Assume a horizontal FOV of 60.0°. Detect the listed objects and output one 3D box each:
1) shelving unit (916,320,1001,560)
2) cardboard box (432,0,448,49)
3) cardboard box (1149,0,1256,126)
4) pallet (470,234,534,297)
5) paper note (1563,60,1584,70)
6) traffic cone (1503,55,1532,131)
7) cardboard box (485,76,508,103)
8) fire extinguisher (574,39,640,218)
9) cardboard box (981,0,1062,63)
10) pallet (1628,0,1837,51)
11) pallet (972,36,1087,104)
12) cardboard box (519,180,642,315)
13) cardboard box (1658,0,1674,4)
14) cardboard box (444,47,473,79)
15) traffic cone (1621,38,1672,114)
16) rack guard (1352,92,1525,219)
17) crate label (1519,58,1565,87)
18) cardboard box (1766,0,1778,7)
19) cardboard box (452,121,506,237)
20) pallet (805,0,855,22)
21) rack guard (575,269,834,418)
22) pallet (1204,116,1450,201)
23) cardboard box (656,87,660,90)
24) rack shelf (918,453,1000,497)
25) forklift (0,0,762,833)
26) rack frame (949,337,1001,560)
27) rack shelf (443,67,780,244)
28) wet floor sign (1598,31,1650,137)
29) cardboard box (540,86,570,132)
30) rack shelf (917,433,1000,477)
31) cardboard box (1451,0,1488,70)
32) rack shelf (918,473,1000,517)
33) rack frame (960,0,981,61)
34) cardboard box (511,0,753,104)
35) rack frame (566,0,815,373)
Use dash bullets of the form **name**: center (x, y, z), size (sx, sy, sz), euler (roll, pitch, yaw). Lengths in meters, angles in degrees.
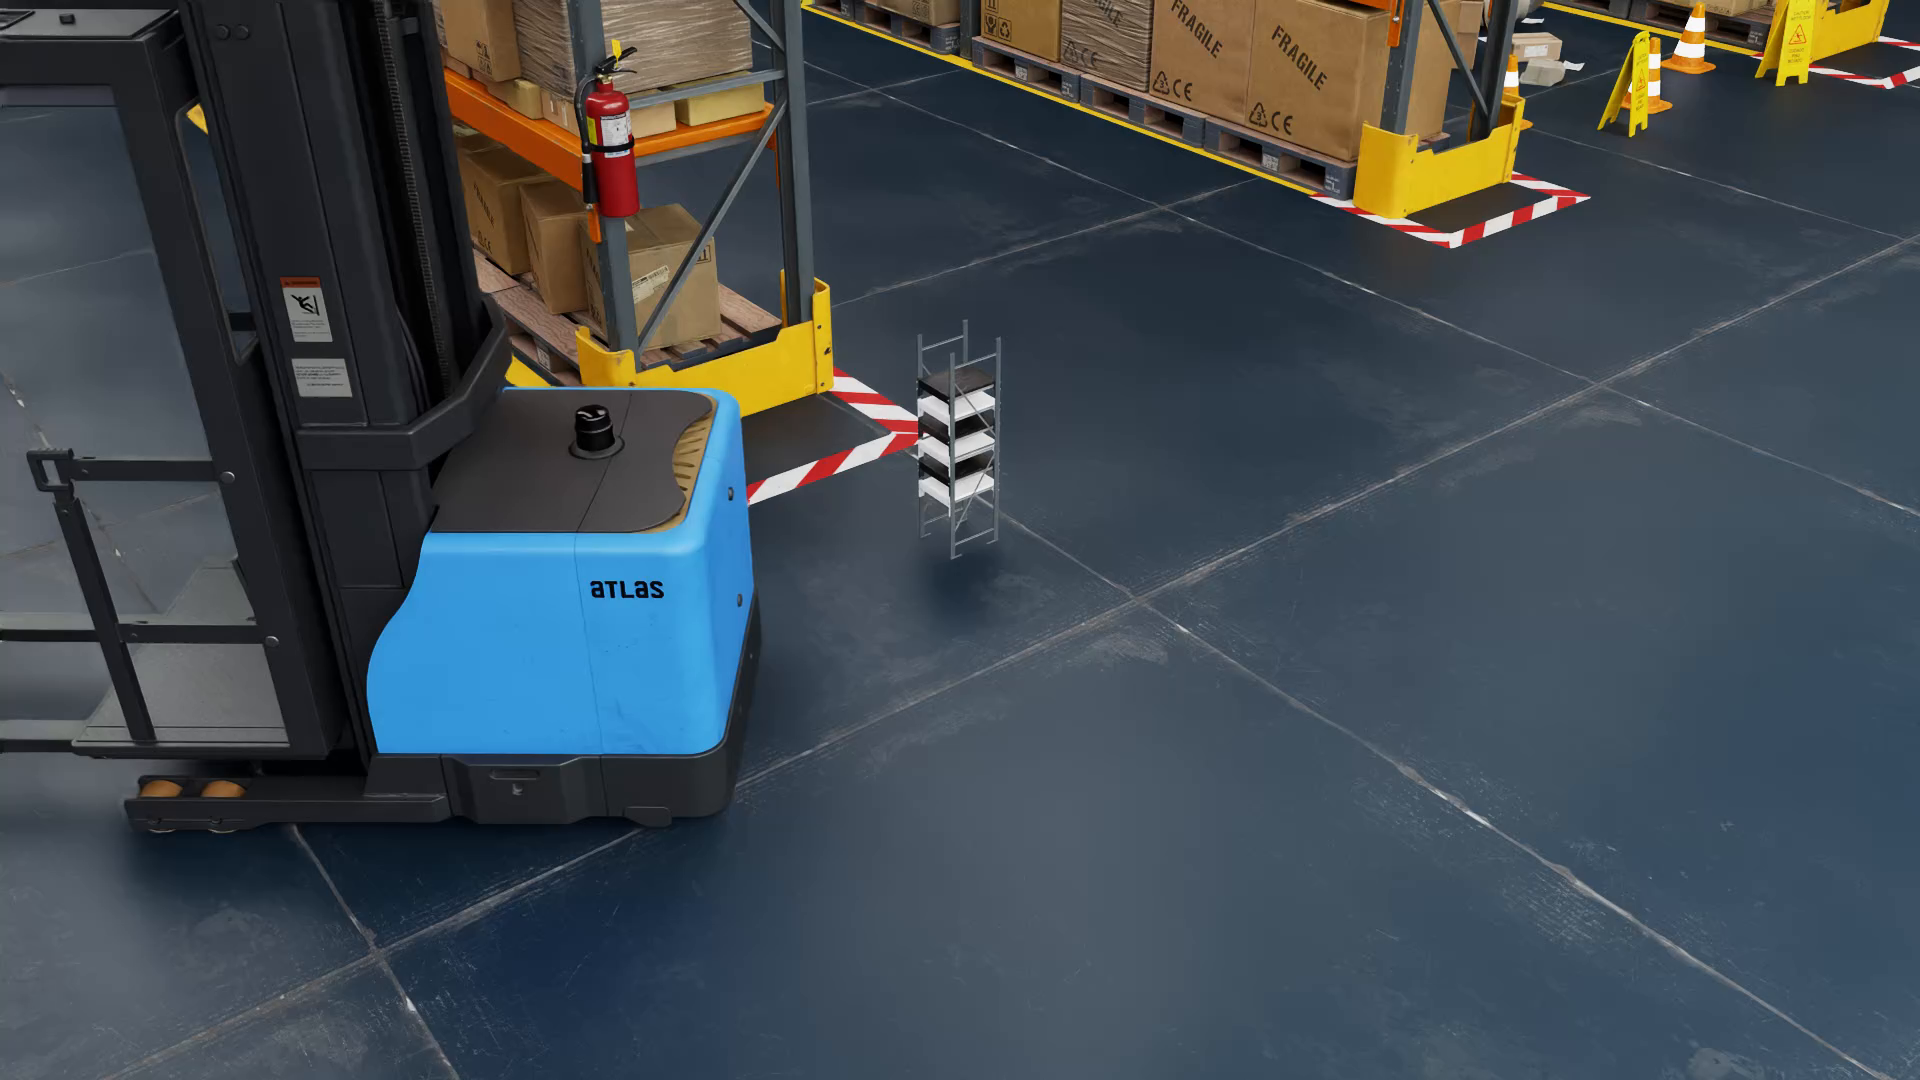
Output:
- **shelving unit**: center (-0.005, -0.386, 6.518), size (0.258, 0.900, 0.210), euler (-22, 38, -31)
- **cardboard box**: center (-2.086, -2.656, 7.806), size (0.875, 0.500, 0.500), euler (-22, 38, -31)
- **cardboard box**: center (1.875, -3.323, 10.872), size (0.875, 0.875, 0.875), euler (-23, 39, -32)
- **pallet**: center (-2.357, -1.562, 9.065), size (1.003, 0.211, 1.213), euler (-22, 38, -31)
- **paper note**: center (4.580, -3.552, 12.440), size (0.142, 0.019, 0.148), euler (18, 36, 27)
- **traffic cone**: center (3.680, -3.023, 11.178), size (0.336, 0.463, 0.334), euler (-22, 38, -31)
- **cardboard box**: center (-1.922, -2.103, 7.532), size (0.380, 0.149, 0.250), euler (-22, 38, -31)
- **fire extinguisher**: center (-1.390, -1.627, 6.600), size (0.296, 0.674, 0.183), euler (-22, 38, -31)
- **cardboard box**: center (0.761, -4.078, 12.088), size (0.875, 0.875, 0.875), euler (-22, 38, -31)
- **pallet**: center (6.215, -4.260, 13.409), size (1.003, 0.211, 1.213), euler (-22, 38, -31)
- **pallet**: center (0.836, -3.560, 12.282), size (1.003, 0.211, 1.213), euler (-22, 38, -31)
- **cardboard box**: center (-1.859, -1.477, 8.256), size (0.500, 0.500, 0.500), euler (-12, 34, -19)
- **cardboard box**: center (5.712, -4.542, 13.428), size (0.500, 0.250, 0.500), euler (-22, 38, -31)
- **cardboard box**: center (-2.213, -2.318, 7.877), size (0.380, 0.149, 0.250), euler (-22, 38, -31)
- **traffic cone**: center (4.781, -3.247, 11.539), size (0.336, 0.463, 0.334), euler (-22, 38, -31)
- **rack guard**: center (2.899, -2.348, 10.056), size (1.175, 0.500, 0.348), euler (-22, 38, -31)
- **crate label**: center (4.250, -3.416, 12.120), size (0.298, 0.136, 0.250), euler (12, 34, 19)
- **cardboard box**: center (6.456, -4.499, 13.359), size (0.500, 0.250, 0.500), euler (-23, 38, -32)
- **cardboard box**: center (-2.535, -1.991, 9.084), size (0.500, 0.500, 0.500), euler (-26, 40, -35)
- **pallet**: center (-0.854, -4.708, 14.130), size (1.003, 0.211, 1.213), euler (-22, 38, -31)
- **rack guard**: center (-1.143, -0.827, 7.607), size (1.175, 0.500, 0.348), euler (-22, 38, -31)
- **pallet**: center (2.332, -2.543, 10.644), size (1.003, 0.211, 1.213), euler (-22, 38, -31)
- **cardboard box**: center (-1.221, -2.057, 7.456), size (0.380, 0.149, 0.250), euler (-22, 38, -31)
- **rack shelf**: center (-0.005, -0.281, 6.583), size (0.258, 0.077, 0.200), euler (-22, 38, -31)
- **forklift**: center (-2.235, -0.597, 4.934), size (3.031, 2.935, 1.130), euler (0, 32, 0)
- **rack frame**: center (0.057, -0.343, 6.450), size (0.240, 0.900, 0.006), euler (-22, 38, -31)
- **rack shelf**: center (-2.323, -2.385, 8.429), size (1.077, 0.370, 4.000), euler (-22, 38, -31)
- **wet floor sign**: center (4.466, -3.048, 11.046), size (0.232, 0.644, 0.267), euler (26, 40, 35)
- **cardboard box**: center (-1.587, -1.907, 7.215), size (0.380, 0.149, 0.250), euler (-22, 38, -31)
- **rack shelf**: center (-0.005, -0.357, 6.536), size (0.258, 0.077, 0.200), euler (-22, 38, -31)
- **cardboard box**: center (3.655, -3.916, 12.578), size (0.637, 0.503, 0.797), euler (6, 32, 10)
- **rack shelf**: center (-0.005, -0.204, 6.631), size (0.258, 0.077, 0.200), euler (-22, 38, -31)
- **rack frame**: center (0.431, -5.087, 12.097), size (1.000, 3.000, 0.127), euler (-22, 38, -31)
- **cardboard box**: center (-1.412, -2.264, 7.175), size (0.875, 0.500, 0.500), euler (-22, 38, -31)
- **rack frame**: center (-1.096, -1.857, 6.897), size (1.000, 3.000, 0.127), euler (-22, 38, -31)
